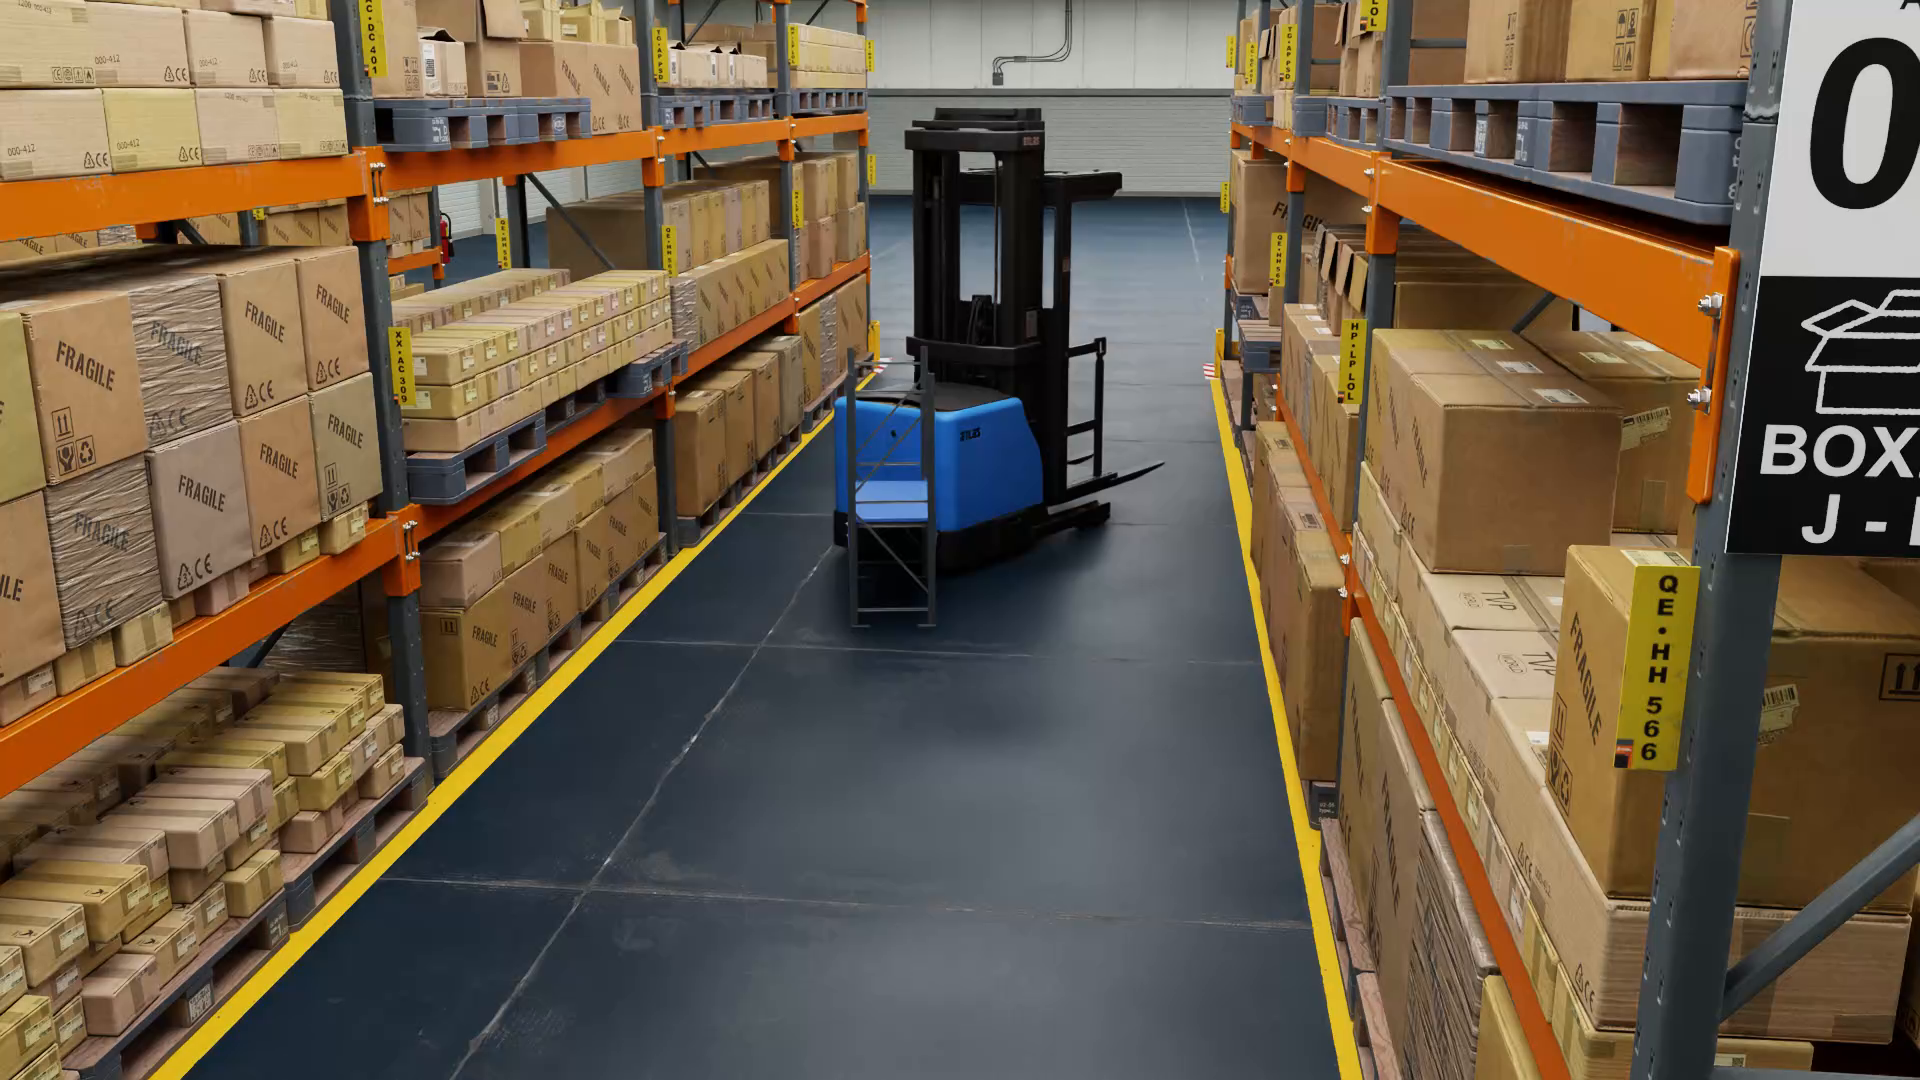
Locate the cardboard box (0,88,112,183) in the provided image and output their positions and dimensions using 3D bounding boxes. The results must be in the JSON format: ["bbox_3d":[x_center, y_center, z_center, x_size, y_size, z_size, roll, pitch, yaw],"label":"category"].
[{"bbox_3d":[-2.839,-1.172,4.790,0.500,0.250,0.500,2,15,6],"label":"cardboard box"}]

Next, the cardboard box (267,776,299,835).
[{"bbox_3d":[-2.746,1.003,6.294,0.380,0.149,0.250,2,15,7],"label":"cardboard box"}]

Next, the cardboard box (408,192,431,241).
[{"bbox_3d":[-6.233,-3.596,18.452,0.500,0.500,0.500,1,15,5],"label":"cardboard box"}]

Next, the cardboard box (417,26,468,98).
[{"bbox_3d":[-2.562,-2.151,7.489,0.500,0.311,0.500,1,15,5],"label":"cardboard box"}]

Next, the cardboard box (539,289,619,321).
[{"bbox_3d":[-2.138,-1.322,9.340,0.380,0.149,0.250,2,15,6],"label":"cardboard box"}]

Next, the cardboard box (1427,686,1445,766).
[{"bbox_3d":[1.481,0.512,4.505,0.380,0.149,0.250,2,15,7],"label":"cardboard box"}]

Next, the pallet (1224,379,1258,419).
[{"bbox_3d":[3.125,-1.370,16.324,1.003,0.211,1.213,2,15,6],"label":"pallet"}]

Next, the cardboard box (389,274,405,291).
[{"bbox_3d":[-6.252,-2.791,18.020,0.380,0.149,0.250,2,15,8],"label":"cardboard box"}]

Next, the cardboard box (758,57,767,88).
[{"bbox_3d":[-1.888,-3.834,13.641,0.500,0.250,0.500,2,15,7],"label":"cardboard box"}]

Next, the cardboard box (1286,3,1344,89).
[{"bbox_3d":[2.303,-3.055,10.317,0.500,0.500,0.500,2,15,8],"label":"cardboard box"}]

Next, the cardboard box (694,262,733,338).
[{"bbox_3d":[-1.988,-1.778,12.298,0.500,0.500,0.500,2,15,6],"label":"cardboard box"}]

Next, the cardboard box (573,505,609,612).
[{"bbox_3d":[-2.339,0.096,9.544,0.500,0.500,0.500,1,15,4],"label":"cardboard box"}]

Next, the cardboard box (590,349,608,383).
[{"bbox_3d":[-2.168,-0.966,9.164,0.380,0.149,0.250,2,15,8],"label":"cardboard box"}]

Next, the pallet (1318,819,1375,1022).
[{"bbox_3d":[1.883,1.392,6.108,1.003,0.211,1.213,2,15,6],"label":"pallet"}]

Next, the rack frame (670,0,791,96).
[{"bbox_3d":[-1.967,-5.292,13.992,1.000,3.000,0.127,2,15,6],"label":"rack frame"}]

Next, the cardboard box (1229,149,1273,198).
[{"bbox_3d":[3.068,-3.801,17.295,0.500,0.500,0.500,2,15,6],"label":"cardboard box"}]

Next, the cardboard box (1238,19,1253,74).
[{"bbox_3d":[2.965,-4.765,16.072,0.500,0.500,0.500,2,15,6],"label":"cardboard box"}]

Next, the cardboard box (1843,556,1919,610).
[{"bbox_3d":[1.974,0.209,3.422,0.500,0.500,0.500,1,15,5],"label":"cardboard box"}]

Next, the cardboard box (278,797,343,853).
[{"bbox_3d":[-2.654,1.100,6.505,0.380,0.149,0.250,1,15,4],"label":"cardboard box"}]

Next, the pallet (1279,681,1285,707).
[{"bbox_3d":[2.194,0.678,8.751,1.003,0.211,1.213,2,15,6],"label":"pallet"}]

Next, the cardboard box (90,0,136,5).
[{"bbox_3d":[-2.754,-1.705,5.040,0.380,0.149,0.250,2,15,6],"label":"cardboard box"}]

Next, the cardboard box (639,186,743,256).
[{"bbox_3d":[-2.131,-2.533,13.177,0.700,0.500,0.500,2,15,7],"label":"cardboard box"}]

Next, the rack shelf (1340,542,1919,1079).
[{"bbox_3d":[1.821,0.717,4.640,1.077,0.370,4.000,2,15,6],"label":"rack shelf"}]

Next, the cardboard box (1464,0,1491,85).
[{"bbox_3d":[2.018,-1.691,5.235,0.700,0.500,0.500,1,15,3],"label":"cardboard box"}]

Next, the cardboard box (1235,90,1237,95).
[{"bbox_3d":[3.090,-4.519,17.169,0.500,0.250,0.500,2,15,8],"label":"cardboard box"}]

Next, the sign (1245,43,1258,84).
[{"bbox_3d":[2.409,-3.935,13.731,0.100,0.325,0.005,2,15,6],"label":"sign"}]

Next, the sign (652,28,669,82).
[{"bbox_3d":[-1.880,-3.039,10.419,0.100,0.325,0.005,2,15,6],"label":"sign"}]

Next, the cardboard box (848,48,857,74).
[{"bbox_3d":[-1.351,-4.938,17.154,0.500,0.250,0.500,2,15,6],"label":"cardboard box"}]

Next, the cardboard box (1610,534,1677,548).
[{"bbox_3d":[2.144,0.169,5.007,0.500,0.250,0.500,2,15,7],"label":"cardboard box"}]

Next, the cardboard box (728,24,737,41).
[{"bbox_3d":[-2.214,-4.528,14.873,0.380,0.149,0.250,2,15,6],"label":"cardboard box"}]

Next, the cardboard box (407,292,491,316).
[{"bbox_3d":[-2.810,-1.272,9.156,0.380,0.149,0.250,2,15,8],"label":"cardboard box"}]

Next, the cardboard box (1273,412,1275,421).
[{"bbox_3d":[2.661,-0.658,12.293,0.700,0.500,0.500,3,15,11],"label":"cardboard box"}]

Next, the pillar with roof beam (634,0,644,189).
[{"bbox_3d":[-4.690,-14.094,46.545,9.100,9.000,0.400,2,15,6],"label":"pillar with roof beam"}]

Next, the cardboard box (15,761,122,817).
[{"bbox_3d":[-3.301,0.917,6.040,0.380,0.149,0.250,2,15,7],"label":"cardboard box"}]

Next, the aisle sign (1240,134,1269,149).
[{"bbox_3d":[3.110,-4.541,17.728,0.394,0.787,0.004,2,15,6],"label":"aisle sign"}]

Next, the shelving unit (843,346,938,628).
[{"bbox_3d":[-0.435,-0.347,10.073,0.538,1.500,1.048,-1,15,-4],"label":"shelving unit"}]

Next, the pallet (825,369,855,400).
[{"bbox_3d":[-1.669,-1.562,17.034,1.003,0.211,1.213,2,15,6],"label":"pallet"}]

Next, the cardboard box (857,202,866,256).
[{"bbox_3d":[-1.513,-3.408,18.232,0.875,0.550,0.550,2,15,6],"label":"cardboard box"}]

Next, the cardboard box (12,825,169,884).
[{"bbox_3d":[-2.863,1.067,5.487,0.380,0.149,0.250,2,15,6],"label":"cardboard box"}]

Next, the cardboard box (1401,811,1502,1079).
[{"bbox_3d":[1.691,1.307,4.346,0.875,0.875,0.875,2,15,6],"label":"cardboard box"}]

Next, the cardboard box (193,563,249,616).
[{"bbox_3d":[-2.735,0.156,5.818,0.380,0.149,0.250,1,15,4],"label":"cardboard box"}]

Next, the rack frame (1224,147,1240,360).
[{"bbox_3d":[3.401,-3.261,17.975,1.000,3.000,0.127,2,15,6],"label":"rack frame"}]

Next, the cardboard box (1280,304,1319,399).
[{"bbox_3d":[2.173,-1.116,9.852,0.500,0.500,0.500,2,15,8],"label":"cardboard box"}]

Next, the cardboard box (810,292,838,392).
[{"bbox_3d":[-1.729,-1.968,16.459,0.875,0.875,0.875,2,15,7],"label":"cardboard box"}]

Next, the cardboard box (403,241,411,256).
[{"bbox_3d":[-6.244,-3.193,18.206,0.380,0.149,0.250,1,15,5],"label":"cardboard box"}]

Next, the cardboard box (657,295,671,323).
[{"bbox_3d":[-2.022,-1.442,10.354,0.380,0.149,0.250,2,15,7],"label":"cardboard box"}]

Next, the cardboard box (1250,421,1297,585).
[{"bbox_3d":[2.400,-0.185,9.864,1.225,0.875,0.875,1,15,4],"label":"cardboard box"}]

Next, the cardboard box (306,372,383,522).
[{"bbox_3d":[-2.644,-0.379,6.555,0.500,0.500,0.500,2,15,6],"label":"cardboard box"}]

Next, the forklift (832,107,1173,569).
[{"bbox_3d":[0.454,-1.548,11.773,1.130,2.935,3.031,12,19,38],"label":"forklift"}]

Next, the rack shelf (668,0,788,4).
[{"bbox_3d":[-2.193,-4.233,12.220,1.077,0.370,4.000,2,15,6],"label":"rack shelf"}]

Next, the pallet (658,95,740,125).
[{"bbox_3d":[-2.276,-3.174,12.268,1.003,0.211,1.213,2,15,9],"label":"pallet"}]

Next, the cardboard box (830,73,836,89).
[{"bbox_3d":[-1.417,-4.452,16.120,0.380,0.149,0.250,2,15,7],"label":"cardboard box"}]

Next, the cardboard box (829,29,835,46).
[{"bbox_3d":[-1.417,-4.837,16.016,0.380,0.149,0.250,2,15,6],"label":"cardboard box"}]

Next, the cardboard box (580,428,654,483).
[{"bbox_3d":[-2.235,-0.531,10.428,0.500,0.250,0.500,1,15,5],"label":"cardboard box"}]

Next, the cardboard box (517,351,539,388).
[{"bbox_3d":[-2.284,-0.836,8.115,0.380,0.149,0.250,1,15,4],"label":"cardboard box"}]
